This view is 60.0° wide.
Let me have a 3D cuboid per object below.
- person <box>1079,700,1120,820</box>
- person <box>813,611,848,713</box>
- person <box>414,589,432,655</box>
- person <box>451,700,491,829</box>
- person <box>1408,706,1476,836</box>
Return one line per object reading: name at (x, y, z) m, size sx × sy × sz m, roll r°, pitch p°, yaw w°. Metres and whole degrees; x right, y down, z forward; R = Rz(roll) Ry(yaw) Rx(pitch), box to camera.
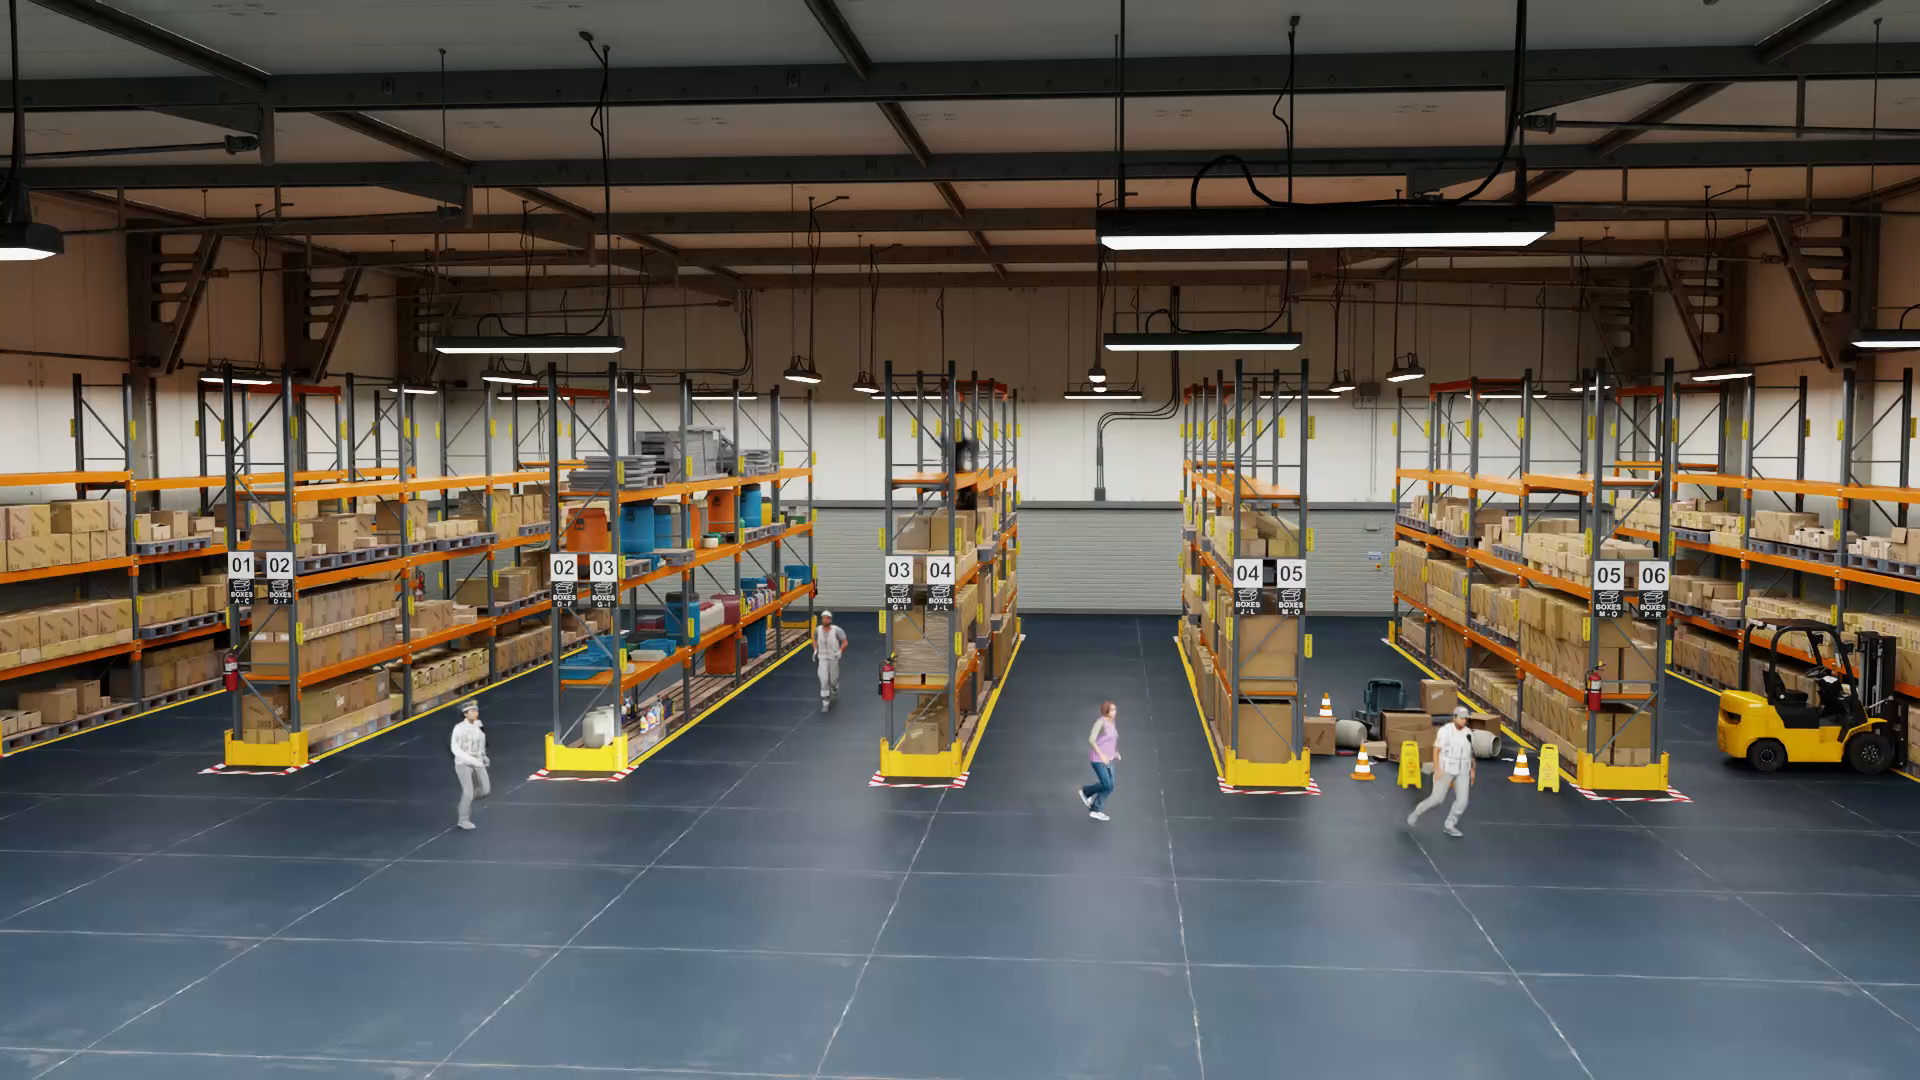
person at (1.775, 2.832, 21.485) m, size 0.541 × 1.555 × 0.535 m, roll 3°, pitch 5°, yaw 39°
person at (-2.329, 2.154, 29.802) m, size 0.658 × 1.800 × 0.833 m, roll 1°, pitch 4°, yaw 8°
person at (-11.207, 1.872, 34.551) m, size 0.642 × 1.725 × 0.613 m, roll 0°, pitch 4°, yaw 7°
person at (-6.132, 2.813, 20.881) m, size 0.578 × 1.641 × 0.574 m, roll 2°, pitch 4°, yaw 31°
person at (5.982, 2.837, 20.559) m, size 0.758 × 1.596 × 0.581 m, roll -1°, pitch 4°, yaw -10°
